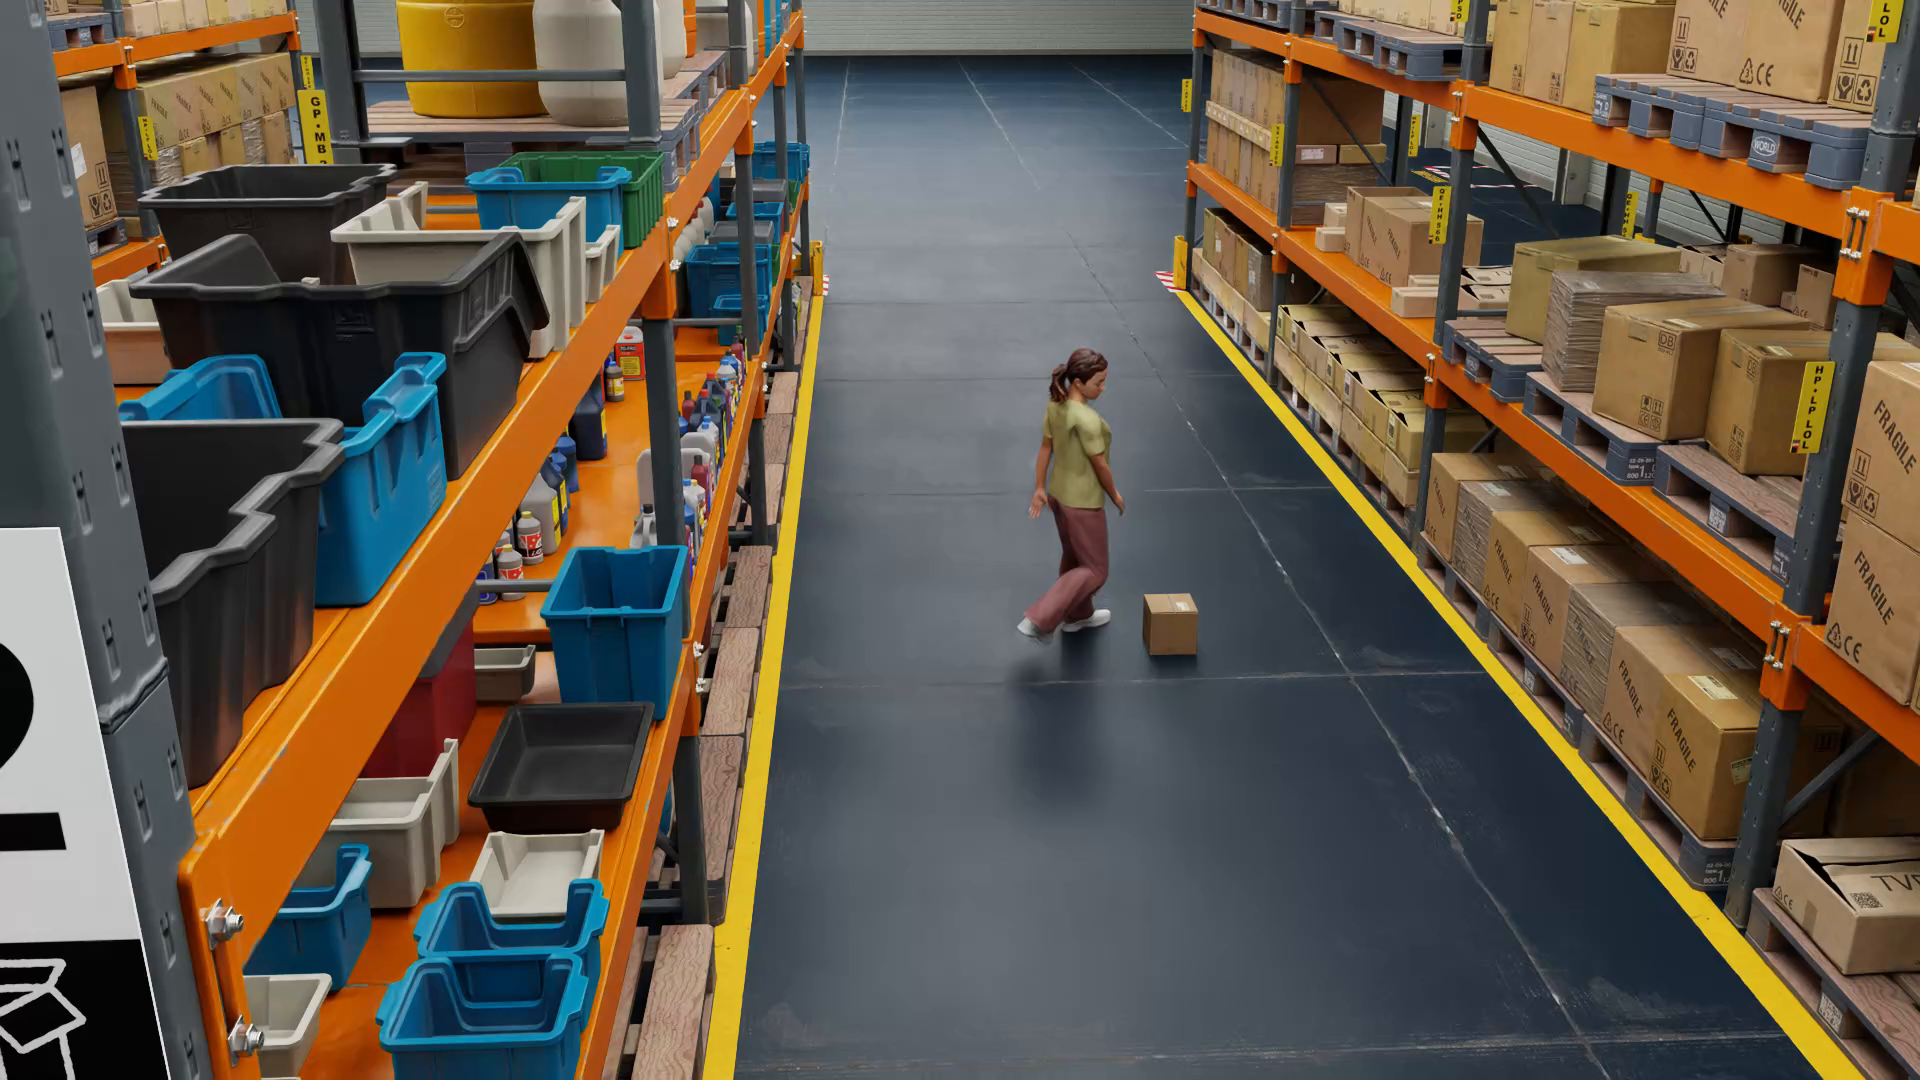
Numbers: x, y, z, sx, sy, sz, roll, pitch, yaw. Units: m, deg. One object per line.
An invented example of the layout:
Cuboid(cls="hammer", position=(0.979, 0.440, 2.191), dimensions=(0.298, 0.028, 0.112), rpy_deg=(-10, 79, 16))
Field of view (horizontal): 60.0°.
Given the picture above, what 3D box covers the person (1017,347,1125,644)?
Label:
Cuboid(cls="person", position=(0.572, -0.207, 8.639), dimensions=(0.739, 1.649, 0.504), rpy_deg=(-9, 22, -22))
